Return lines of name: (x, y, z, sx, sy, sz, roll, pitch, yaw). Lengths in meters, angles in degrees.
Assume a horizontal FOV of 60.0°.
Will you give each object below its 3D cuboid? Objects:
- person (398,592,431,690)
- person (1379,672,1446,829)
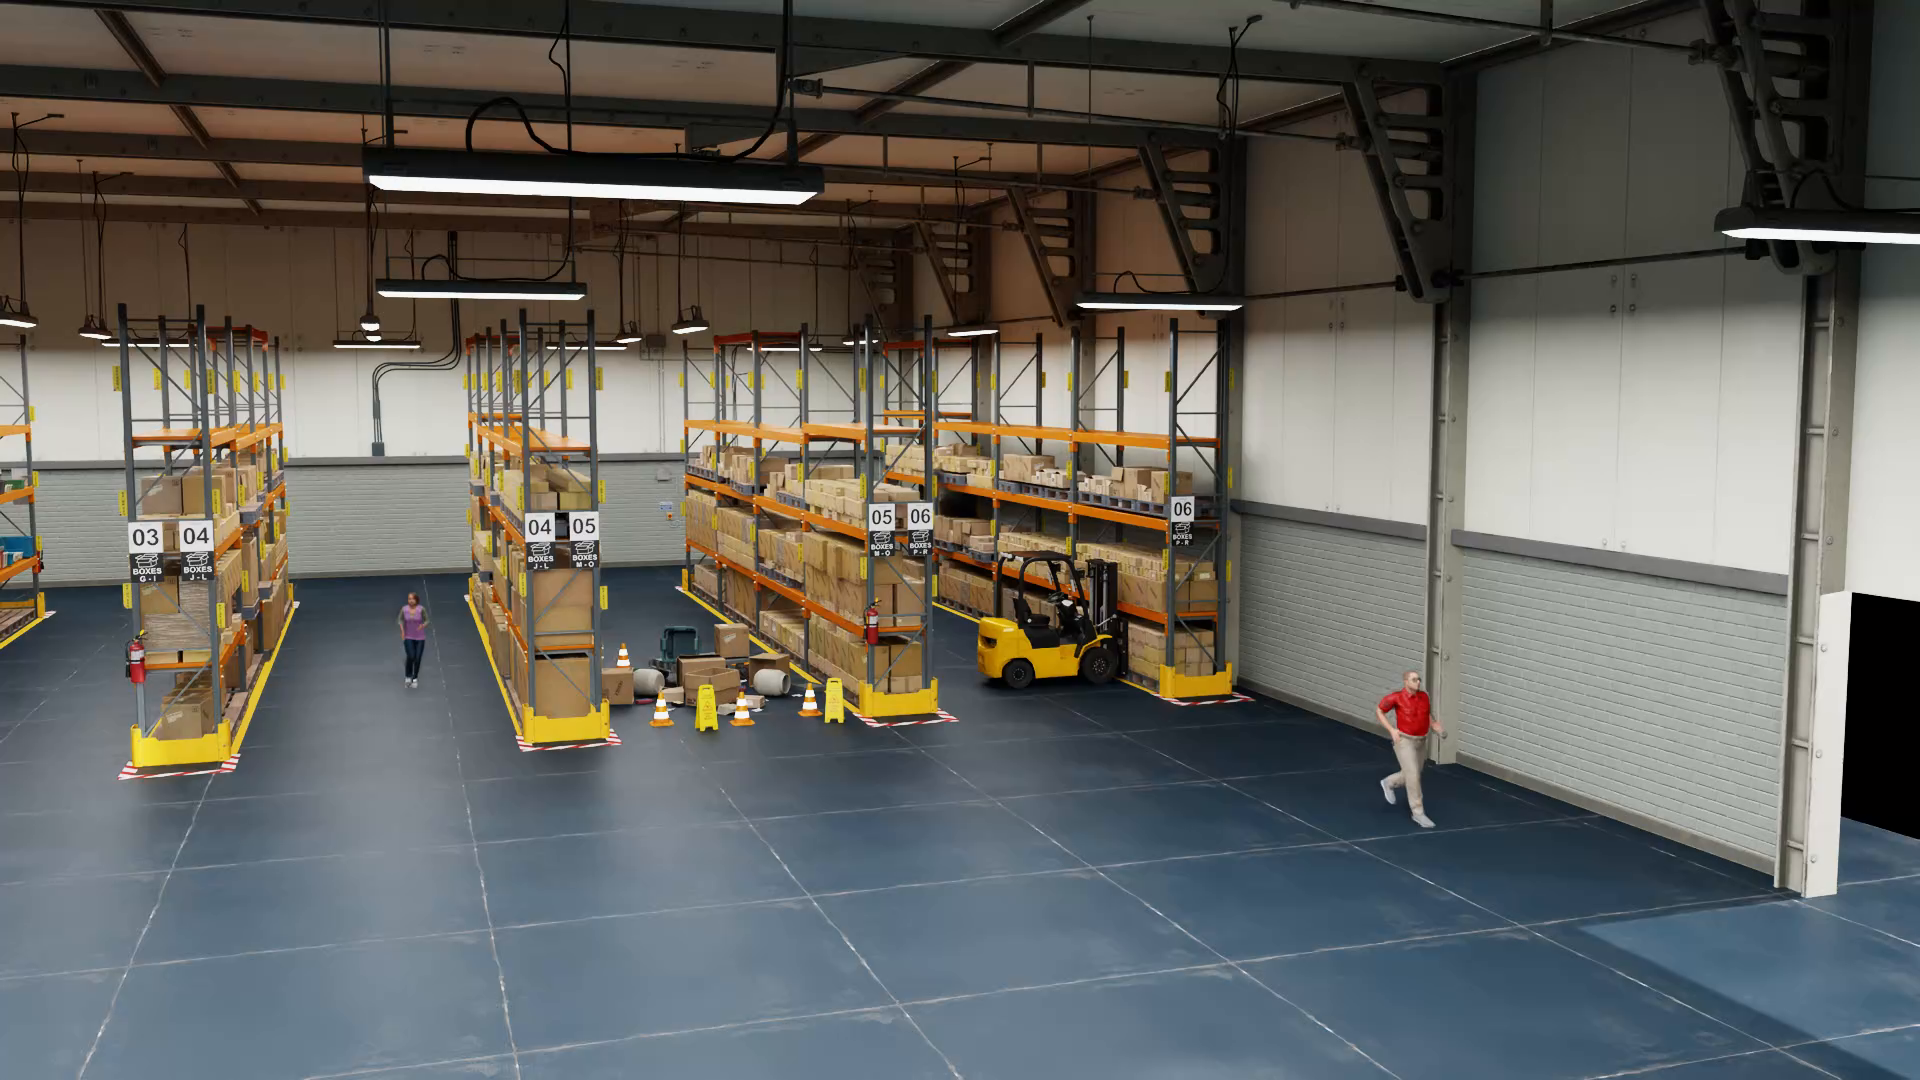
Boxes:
person: (-8.901, 1.645, 27.158, 0.508, 1.615, 0.673, -2, 6, -20)
person: (5.154, 2.399, 19.025, 0.663, 1.658, 0.896, -3, 6, -29)
